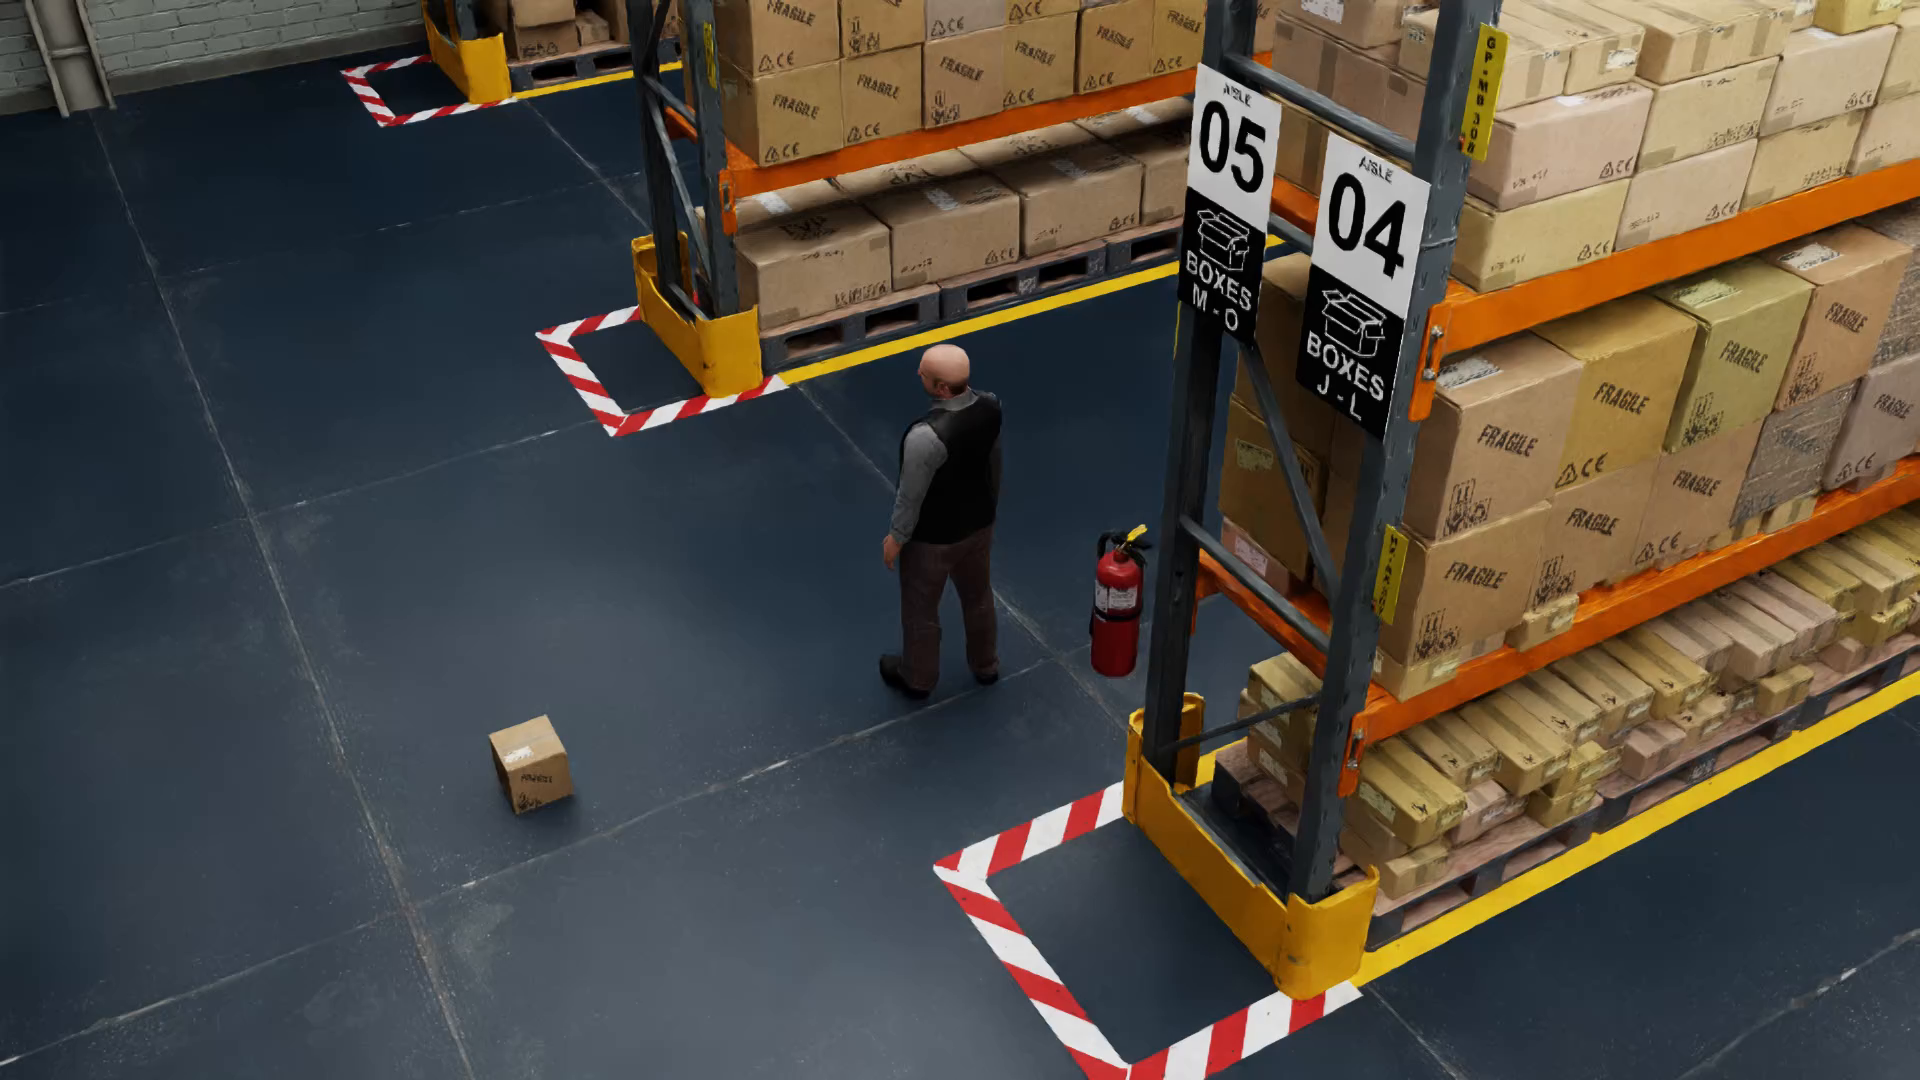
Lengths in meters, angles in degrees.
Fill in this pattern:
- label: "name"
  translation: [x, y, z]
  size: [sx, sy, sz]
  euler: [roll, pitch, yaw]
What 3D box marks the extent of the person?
- label: "person"
  translation: [-0.086, -0.078, 7.008]
  size: [0.470, 1.730, 0.588]
  euler: [29, 46, 34]
